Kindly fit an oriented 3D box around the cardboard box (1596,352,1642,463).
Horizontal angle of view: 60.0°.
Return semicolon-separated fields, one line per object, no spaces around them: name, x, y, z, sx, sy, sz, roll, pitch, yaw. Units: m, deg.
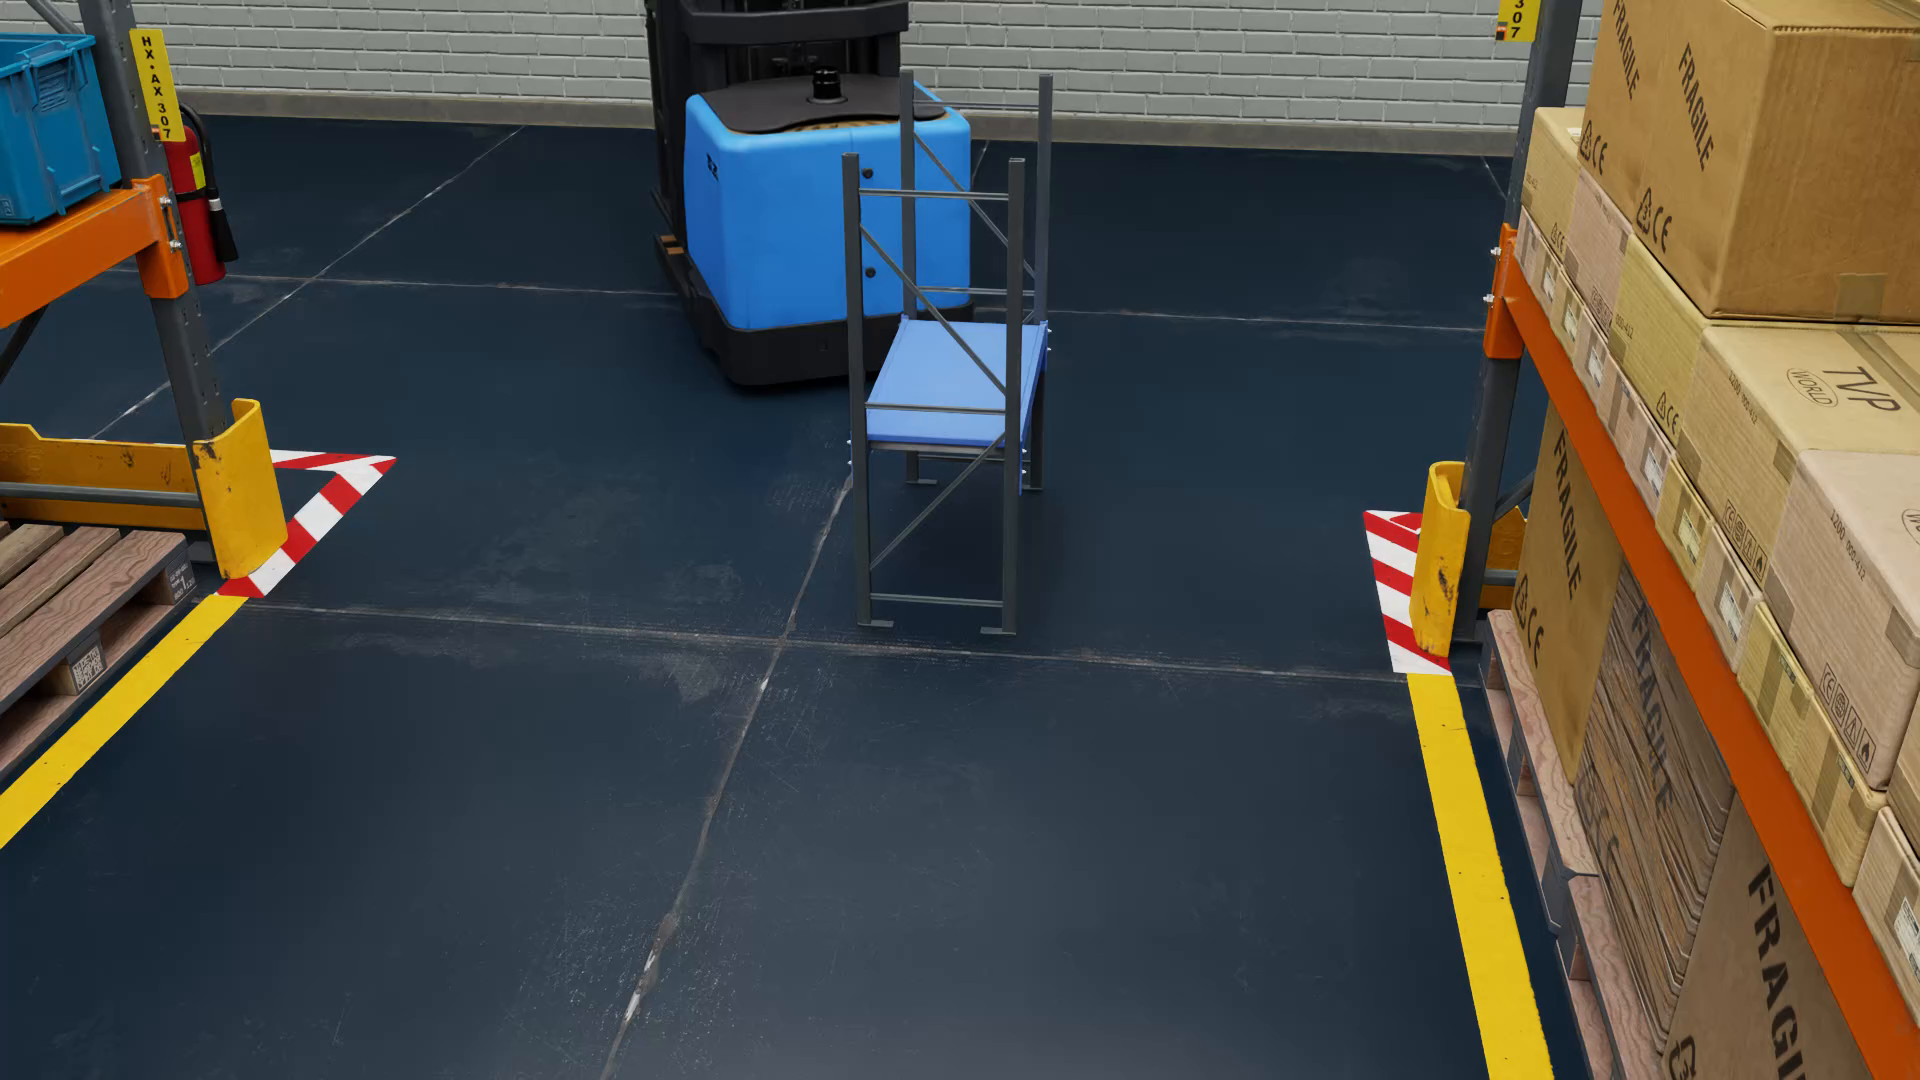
cardboard box;1.510;-0.259;3.334;0.380;0.149;0.250;3;28;5

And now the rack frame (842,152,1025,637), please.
rack frame;-0.073;-0.381;4.876;0.500;1.500;0.032;3;28;6

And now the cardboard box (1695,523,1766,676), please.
cardboard box;1.417;0.105;2.658;0.380;0.149;0.250;4;29;7

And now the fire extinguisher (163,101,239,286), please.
fire extinguisher;-2.441;-1.136;5.171;0.296;0.674;0.183;3;28;6

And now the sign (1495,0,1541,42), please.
sign;1.455;-1.453;4.288;0.100;0.325;0.005;3;28;6

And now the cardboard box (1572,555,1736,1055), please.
cardboard box;1.895;0.483;3.488;0.875;0.875;0.875;3;28;6

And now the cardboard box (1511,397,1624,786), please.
cardboard box;2.006;0.055;4.283;0.875;0.875;0.875;3;28;6

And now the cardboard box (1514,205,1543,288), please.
cardboard box;1.634;-0.743;4.232;0.380;0.149;0.250;4;29;7

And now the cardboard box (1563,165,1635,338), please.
cardboard box;1.621;-0.611;3.567;0.500;0.250;0.500;3;28;6

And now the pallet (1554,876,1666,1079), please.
pallet;1.833;1.180;3.338;1.003;0.211;1.213;3;28;6

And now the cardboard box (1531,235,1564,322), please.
cardboard box;1.604;-0.622;4.007;0.380;0.149;0.250;3;28;5

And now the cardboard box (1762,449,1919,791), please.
cardboard box;1.432;0.109;2.229;0.500;0.250;0.500;4;29;7

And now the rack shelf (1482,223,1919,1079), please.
rack shelf;1.760;0.256;2.870;1.077;0.370;4.000;3;28;6

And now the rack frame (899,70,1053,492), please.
rack frame;0.052;-0.859;5.764;0.500;1.500;0.032;3;28;6

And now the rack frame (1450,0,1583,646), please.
rack frame;2.005;-1.002;4.447;1.000;3.000;0.127;3;28;6

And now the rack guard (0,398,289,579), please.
rack guard;-2.920;-0.201;5.596;1.175;0.500;0.348;3;28;6

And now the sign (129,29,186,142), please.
sign;-2.362;-1.337;4.897;0.100;0.325;0.005;3;28;6

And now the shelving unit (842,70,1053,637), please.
shelving unit;-0.010;-0.620;5.320;0.538;1.500;1.048;3;28;6

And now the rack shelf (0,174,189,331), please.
rack shelf;-3.155;-0.031;3.404;1.077;0.370;4.000;3;28;6

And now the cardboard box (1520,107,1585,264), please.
cardboard box;1.678;-0.856;4.021;0.500;0.250;0.500;3;28;5

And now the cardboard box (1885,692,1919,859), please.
cardboard box;1.370;0.349;1.783;0.500;0.250;0.500;4;29;8

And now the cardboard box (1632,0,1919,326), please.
cardboard box;1.560;-0.707;2.953;0.500;0.500;0.500;3;28;5

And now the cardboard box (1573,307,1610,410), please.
cardboard box;1.542;-0.379;3.556;0.380;0.149;0.250;3;28;5

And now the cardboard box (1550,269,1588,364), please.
cardboard box;1.573;-0.502;3.784;0.380;0.149;0.250;3;28;5

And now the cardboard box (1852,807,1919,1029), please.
cardboard box;1.322;0.466;1.987;0.380;0.149;0.250;4;29;7

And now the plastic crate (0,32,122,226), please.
plastic crate;-2.766;-1.163;4.646;0.616;0.435;0.499;3;28;6

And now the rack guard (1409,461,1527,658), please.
rack guard;2.008;0.087;5.061;1.175;0.500;0.348;3;28;6

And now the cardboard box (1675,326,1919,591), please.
cardboard box;1.497;-0.129;2.671;0.500;0.250;0.500;3;28;5

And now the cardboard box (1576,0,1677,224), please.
cardboard box;1.617;-0.951;3.407;0.500;0.500;0.500;3;28;5

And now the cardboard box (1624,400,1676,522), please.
cardboard box;1.479;-0.138;3.108;0.380;0.149;0.250;3;28;6

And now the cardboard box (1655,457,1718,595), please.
cardboard box;1.447;-0.019;2.888;0.380;0.149;0.250;3;28;5

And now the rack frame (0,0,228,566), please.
rack frame;-2.910;-1.290;4.981;1.000;3.000;0.127;3;28;6

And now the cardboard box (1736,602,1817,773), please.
cardboard box;1.384;0.224;2.436;0.380;0.149;0.250;3;28;5

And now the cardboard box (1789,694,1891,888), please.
cardboard box;1.353;0.345;2.212;0.380;0.149;0.250;4;29;7

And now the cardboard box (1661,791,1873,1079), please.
cardboard box;1.786;0.902;2.710;0.875;0.875;0.875;3;28;6

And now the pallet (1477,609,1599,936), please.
pallet;1.985;0.607;4.401;1.003;0.211;1.213;3;28;6

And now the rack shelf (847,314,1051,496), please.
rack shelf;-0.010;-0.462;5.405;0.538;0.185;1.000;3;28;6

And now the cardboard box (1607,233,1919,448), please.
cardboard box;1.556;-0.375;3.128;0.500;0.250;0.500;2;28;4

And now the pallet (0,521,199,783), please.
pallet;-3.050;0.324;4.926;1.003;0.211;1.213;3;28;6

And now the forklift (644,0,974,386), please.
forklift;-0.881;-2.599;7.485;1.130;2.935;3.031;-9;30;-16
